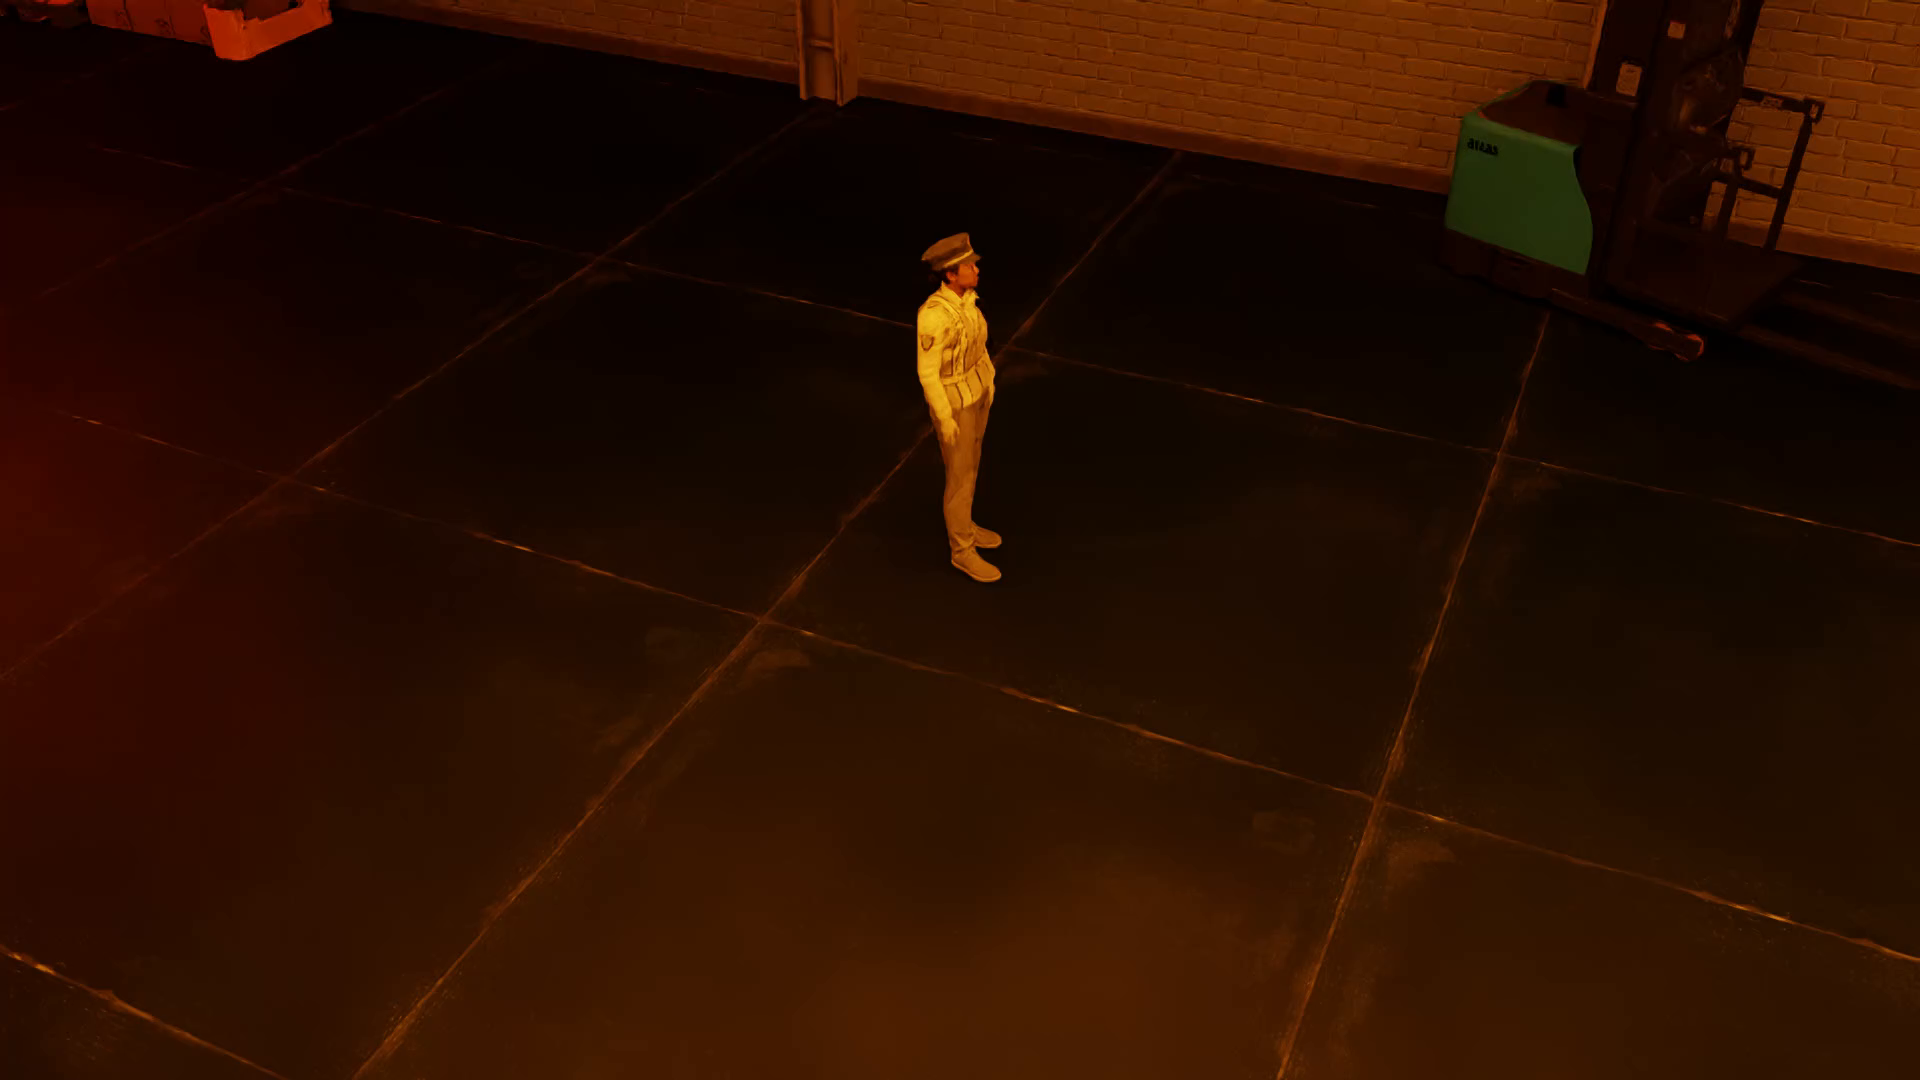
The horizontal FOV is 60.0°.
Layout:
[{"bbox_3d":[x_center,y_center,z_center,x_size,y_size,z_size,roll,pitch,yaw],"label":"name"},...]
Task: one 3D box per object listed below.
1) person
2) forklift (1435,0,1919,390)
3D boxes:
[{"bbox_3d":[0.059,-0.676,8.086,0.532,1.695,0.586,15,38,20],"label":"person"},{"bbox_3d":[4.585,-2.622,9.763,3.031,2.935,1.130,30,45,35],"label":"forklift"}]
